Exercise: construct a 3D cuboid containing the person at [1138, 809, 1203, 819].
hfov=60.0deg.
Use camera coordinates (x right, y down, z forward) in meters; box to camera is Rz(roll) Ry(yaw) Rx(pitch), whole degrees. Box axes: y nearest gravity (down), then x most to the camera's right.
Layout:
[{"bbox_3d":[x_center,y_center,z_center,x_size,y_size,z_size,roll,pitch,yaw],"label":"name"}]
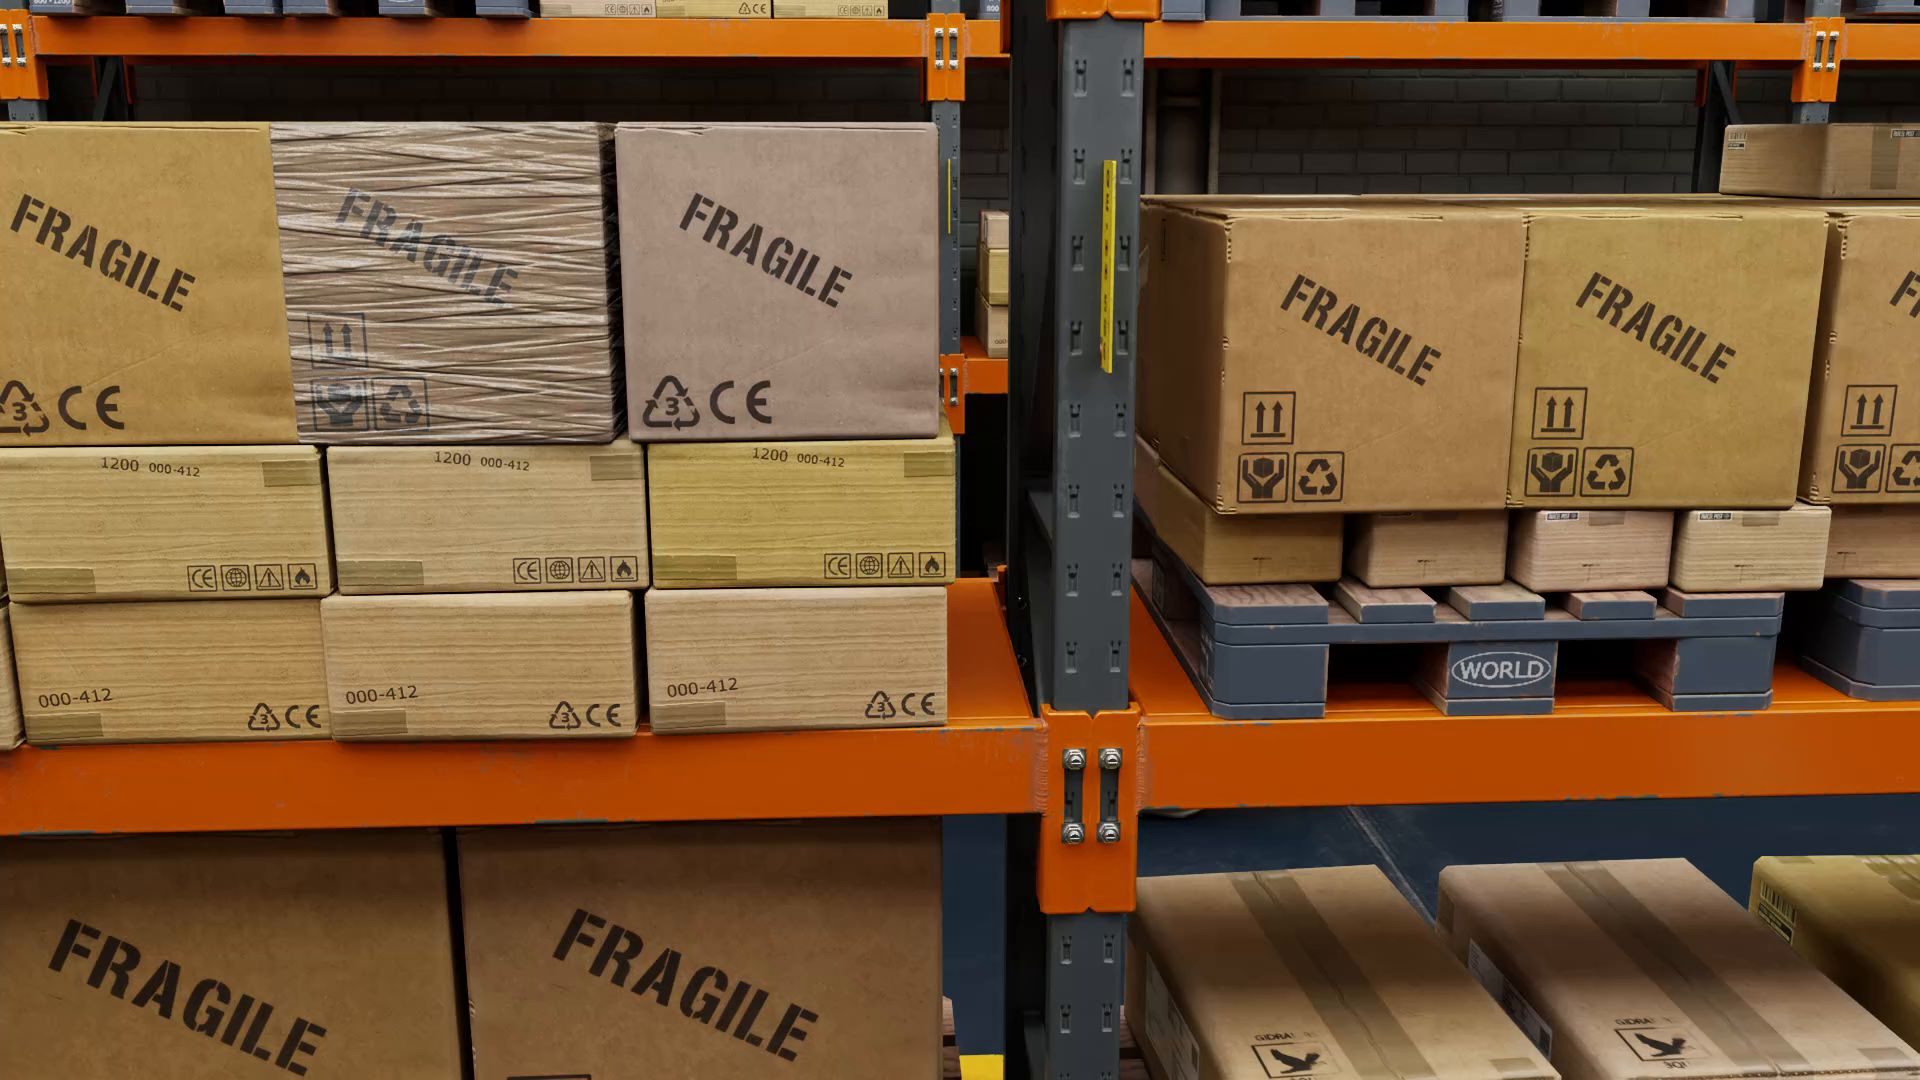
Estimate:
[{"bbox_3d":[0.803,0.169,5.749,0.823,1.544,0.471,-1,13,-5],"label":"person"}]
